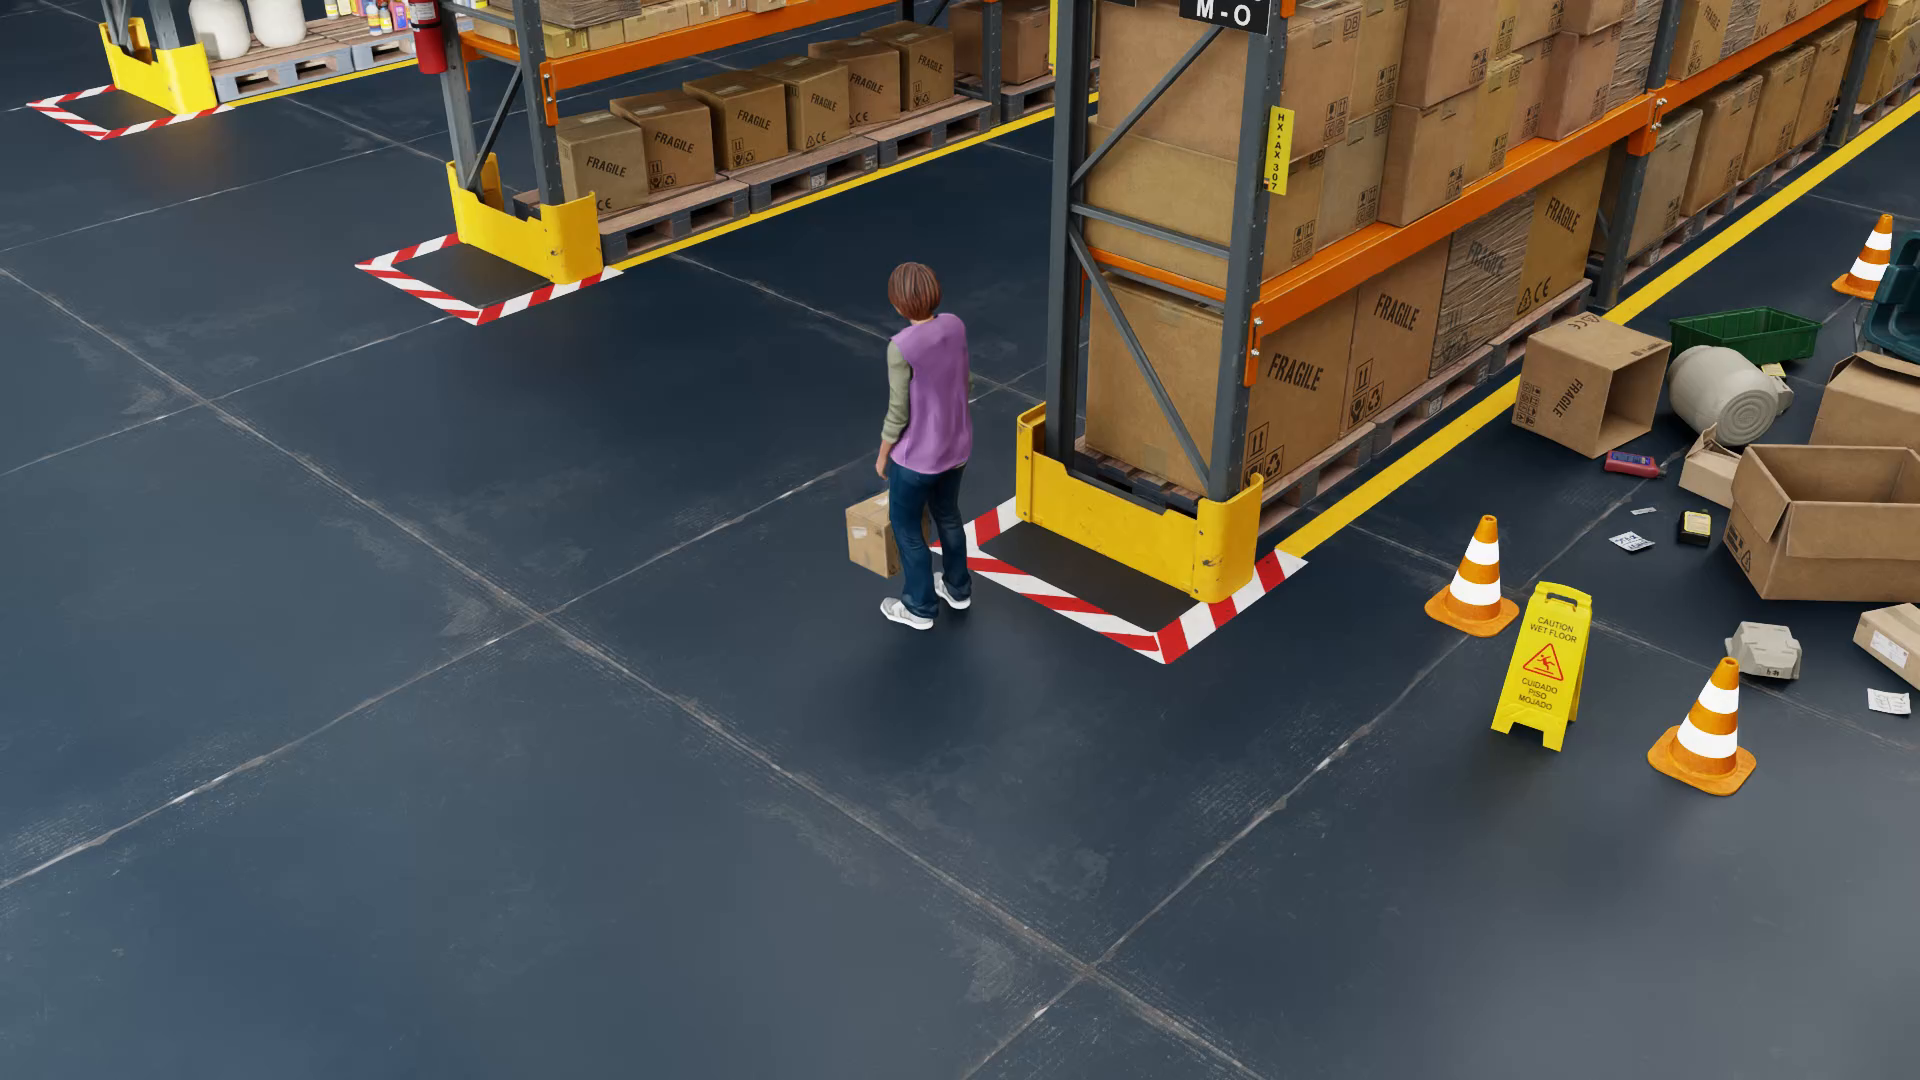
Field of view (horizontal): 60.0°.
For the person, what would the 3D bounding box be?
[{"bbox_3d":[-0.134,-0.355,6.728,0.458,1.583,0.340,-27,41,-36],"label":"person"}]
